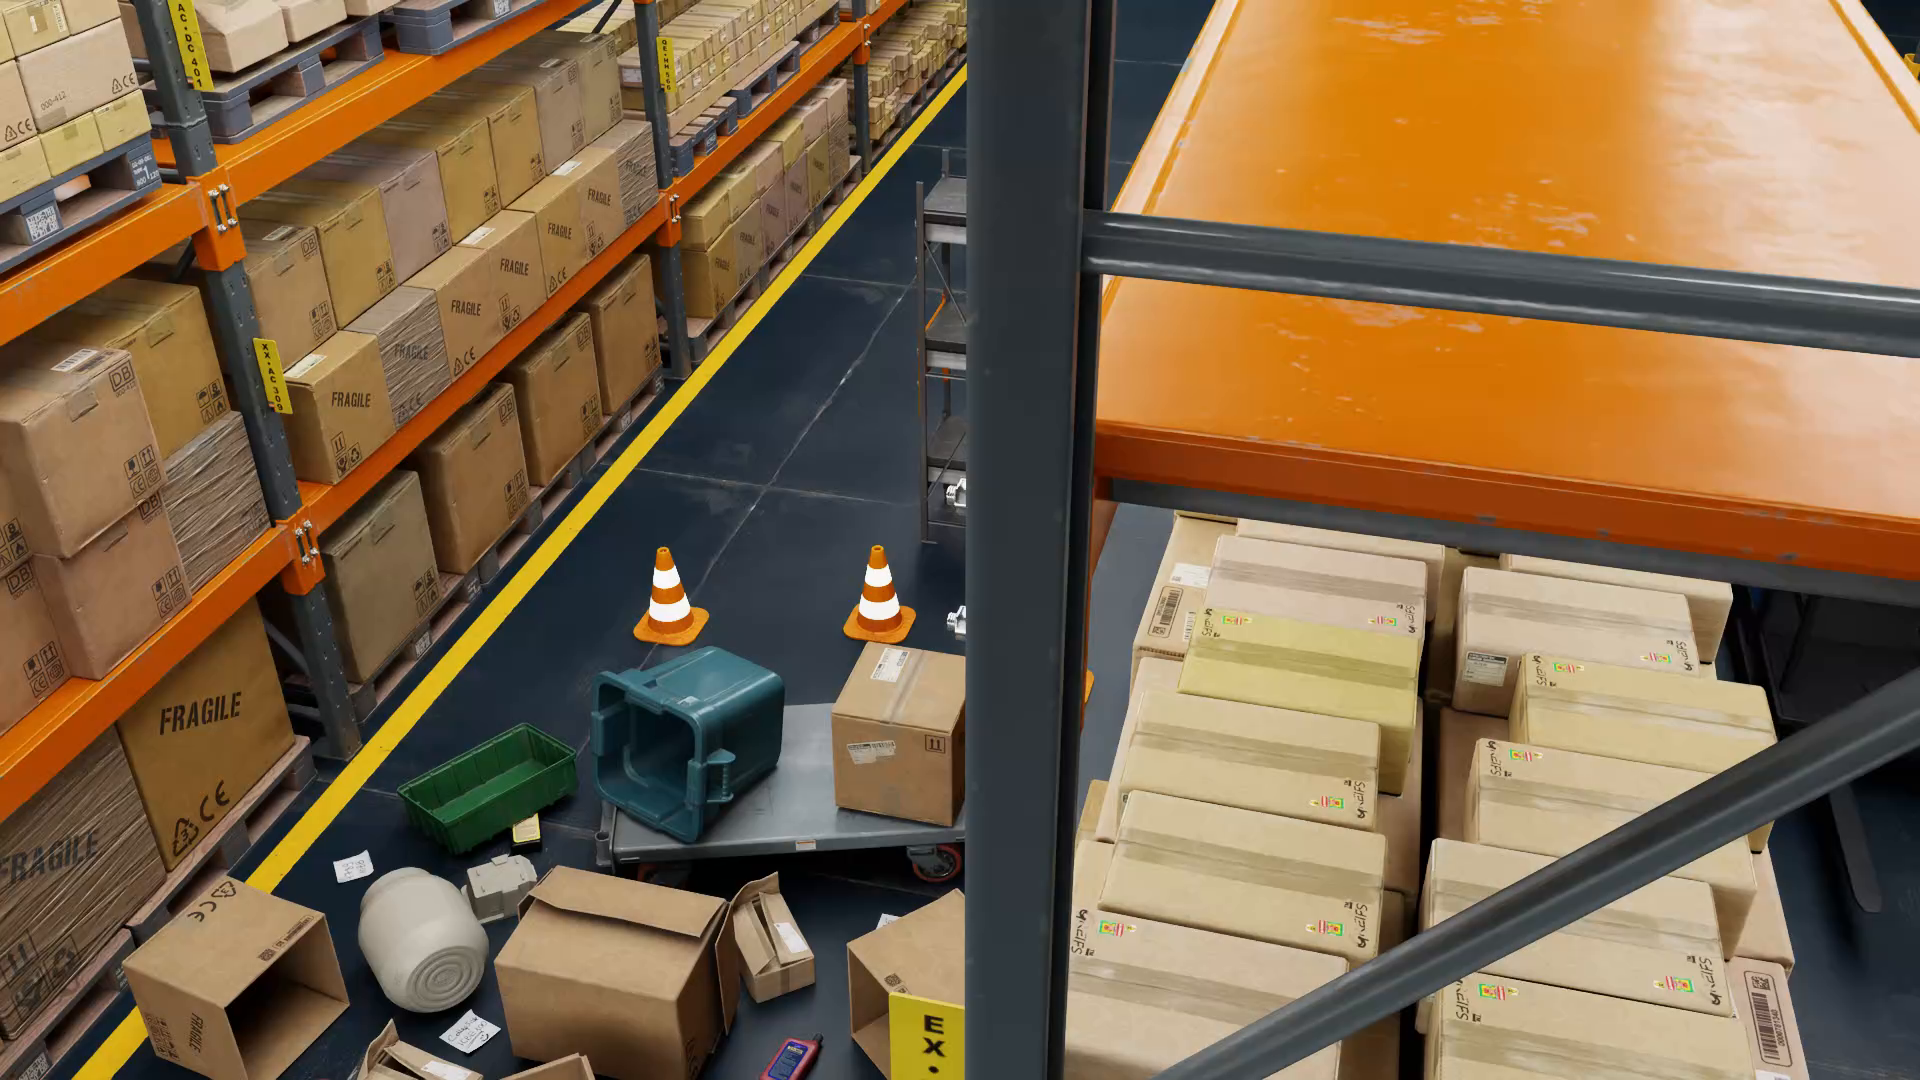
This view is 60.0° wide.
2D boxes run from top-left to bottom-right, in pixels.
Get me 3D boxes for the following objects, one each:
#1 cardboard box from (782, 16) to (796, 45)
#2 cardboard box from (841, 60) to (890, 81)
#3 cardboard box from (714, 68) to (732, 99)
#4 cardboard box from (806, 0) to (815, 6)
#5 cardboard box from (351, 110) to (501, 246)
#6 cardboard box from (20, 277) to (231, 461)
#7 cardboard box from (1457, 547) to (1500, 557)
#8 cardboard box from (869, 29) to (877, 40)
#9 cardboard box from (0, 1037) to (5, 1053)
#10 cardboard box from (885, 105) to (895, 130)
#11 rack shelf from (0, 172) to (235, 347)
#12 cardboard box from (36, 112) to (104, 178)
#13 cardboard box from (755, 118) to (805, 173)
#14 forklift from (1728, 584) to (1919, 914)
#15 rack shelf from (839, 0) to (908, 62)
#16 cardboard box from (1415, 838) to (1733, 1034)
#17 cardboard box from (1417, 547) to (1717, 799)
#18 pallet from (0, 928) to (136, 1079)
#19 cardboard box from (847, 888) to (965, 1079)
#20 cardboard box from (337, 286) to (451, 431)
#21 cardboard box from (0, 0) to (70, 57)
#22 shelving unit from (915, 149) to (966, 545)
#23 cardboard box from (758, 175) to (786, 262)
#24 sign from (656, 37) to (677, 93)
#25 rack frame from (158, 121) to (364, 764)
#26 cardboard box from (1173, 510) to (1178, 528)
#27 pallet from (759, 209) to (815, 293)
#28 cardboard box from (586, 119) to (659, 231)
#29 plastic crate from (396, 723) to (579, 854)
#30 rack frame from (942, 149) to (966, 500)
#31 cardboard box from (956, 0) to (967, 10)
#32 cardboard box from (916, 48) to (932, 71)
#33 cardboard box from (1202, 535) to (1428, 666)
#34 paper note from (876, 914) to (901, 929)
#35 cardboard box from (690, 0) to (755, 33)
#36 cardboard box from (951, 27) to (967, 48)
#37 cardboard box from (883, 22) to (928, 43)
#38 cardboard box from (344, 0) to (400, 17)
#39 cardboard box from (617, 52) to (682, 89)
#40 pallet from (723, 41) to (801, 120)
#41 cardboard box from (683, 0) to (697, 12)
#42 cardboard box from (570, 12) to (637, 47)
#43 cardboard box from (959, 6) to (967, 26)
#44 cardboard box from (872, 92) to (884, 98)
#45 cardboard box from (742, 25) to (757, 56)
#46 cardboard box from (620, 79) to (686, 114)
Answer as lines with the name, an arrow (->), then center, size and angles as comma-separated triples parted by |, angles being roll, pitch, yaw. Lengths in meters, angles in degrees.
cardboard box -> -1.434, -3.783, 12.317 | 0.380, 0.149, 0.250 | 7, 33, 10
cardboard box -> -0.834, -4.132, 14.735 | 0.380, 0.149, 0.250 | 8, 33, 12
cardboard box -> -1.769, -3.103, 11.248 | 0.380, 0.149, 0.250 | 10, 34, 15
cardboard box -> -1.307, -4.182, 12.667 | 0.380, 0.149, 0.250 | 9, 34, 14
cardboard box -> -2.789, -1.846, 8.403 | 0.700, 0.500, 0.500 | 8, 33, 12
cardboard box -> -3.423, -0.664, 6.423 | 0.875, 0.550, 0.550 | 8, 33, 12
cardboard box -> 1.207, -0.073, 3.334 | 0.380, 0.149, 0.250 | 9, 33, 13
cardboard box -> -0.998, -4.730, 15.675 | 0.380, 0.149, 0.250 | 8, 33, 12
cardboard box -> -3.981, 1.645, 5.525 | 0.875, 0.875, 0.875 | 8, 33, 12
cardboard box -> -0.795, -3.741, 14.674 | 0.380, 0.149, 0.250 | 9, 34, 14
rack shelf -> -3.803, -0.257, 4.802 | 1.077, 0.370, 4.000 | 8, 33, 12
cardboard box -> -3.143, -1.348, 5.598 | 0.380, 0.149, 0.250 | 9, 33, 13
cardboard box -> -1.474, -2.960, 12.420 | 0.500, 0.250, 0.500 | 7, 33, 10
forklift -> 4.295, -0.317, 7.087 | 1.130, 2.935, 3.031 | 8, 33, 13
rack shelf -> -0.758, -5.218, 15.402 | 1.077, 0.370, 4.000 | 8, 33, 12
cardboard box -> 0.839, 0.579, 2.308 | 0.380, 0.149, 0.250 | 8, 33, 12
cardboard box -> 1.132, 0.281, 3.149 | 0.500, 0.250, 0.500 | 9, 34, 14
pallet -> -3.872, 1.864, 6.192 | 1.003, 0.211, 1.213 | 8, 33, 12
cardboard box -> -0.070, 1.714, 6.156 | 0.500, 0.500, 0.500 | -21, 38, -29
cardboard box -> -2.775, -0.873, 7.804 | 0.500, 0.500, 0.500 | 8, 33, 13
cardboard box -> -3.145, -1.684, 5.383 | 0.380, 0.149, 0.250 | 8, 33, 12
shelving unit -> 0.042, -0.972, 8.892 | 0.431, 2.100, 0.503 | 8, 33, 12
cardboard box -> -1.604, -2.391, 12.223 | 0.500, 0.500, 0.500 | 7, 33, 11
sign -> -1.743, -2.823, 9.885 | 0.100, 0.325, 0.005 | 8, 33, 12
rack frame -> -3.296, -0.332, 7.046 | 1.000, 3.000, 0.127 | 8, 33, 12
cardboard box -> 0.754, -0.058, 3.682 | 0.500, 0.250, 0.500 | 8, 33, 13
pallet -> -1.769, -2.268, 12.690 | 1.003, 0.211, 1.213 | 8, 33, 12
cardboard box -> -2.135, -2.180, 9.860 | 0.500, 0.500, 0.500 | 8, 33, 12
plastic crate -> -2.073, 1.099, 7.363 | 0.662, 0.188, 0.450 | -28, 32, -37
rack frame -> 0.104, -1.099, 9.091 | 0.400, 2.100, 0.015 | 8, 33, 12
cardboard box -> -0.140, -5.475, 16.848 | 0.380, 0.149, 0.250 | 8, 33, 13
cardboard box -> -0.484, -4.529, 15.636 | 0.380, 0.149, 0.250 | 8, 33, 13
cardboard box -> 0.636, 0.139, 3.001 | 0.380, 0.149, 0.250 | 8, 33, 12
paper note -> -0.267, 1.585, 6.798 | 0.148, 0.019, 0.142 | 8, 33, 12
cardboard box -> -1.644, -3.626, 11.516 | 0.380, 0.149, 0.250 | 9, 34, 14
cardboard box -> -0.150, -5.085, 16.788 | 0.380, 0.149, 0.250 | 9, 34, 14
cardboard box -> -0.517, -4.807, 15.796 | 0.380, 0.149, 0.250 | 7, 33, 11
cardboard box -> -2.689, -2.403, 7.258 | 0.380, 0.149, 0.250 | 8, 33, 12
cardboard box -> -1.975, -2.946, 10.446 | 0.380, 0.149, 0.250 | 8, 33, 12
pallet -> -1.818, -3.360, 11.988 | 1.003, 0.211, 1.213 | 8, 33, 12
cardboard box -> -2.139, -3.857, 12.157 | 0.380, 0.149, 0.250 | 7, 33, 12
cardboard box -> -2.403, -3.452, 11.242 | 0.380, 0.149, 0.250 | 9, 34, 14
cardboard box -> -0.108, -5.346, 16.922 | 0.380, 0.149, 0.250 | 7, 33, 11
cardboard box -> -0.887, -3.871, 14.602 | 0.380, 0.149, 0.250 | 8, 33, 13
cardboard box -> -1.638, -3.497, 11.590 | 0.380, 0.149, 0.250 | 8, 33, 12
cardboard box -> -1.964, -2.828, 10.538 | 0.380, 0.149, 0.250 | 9, 34, 15
